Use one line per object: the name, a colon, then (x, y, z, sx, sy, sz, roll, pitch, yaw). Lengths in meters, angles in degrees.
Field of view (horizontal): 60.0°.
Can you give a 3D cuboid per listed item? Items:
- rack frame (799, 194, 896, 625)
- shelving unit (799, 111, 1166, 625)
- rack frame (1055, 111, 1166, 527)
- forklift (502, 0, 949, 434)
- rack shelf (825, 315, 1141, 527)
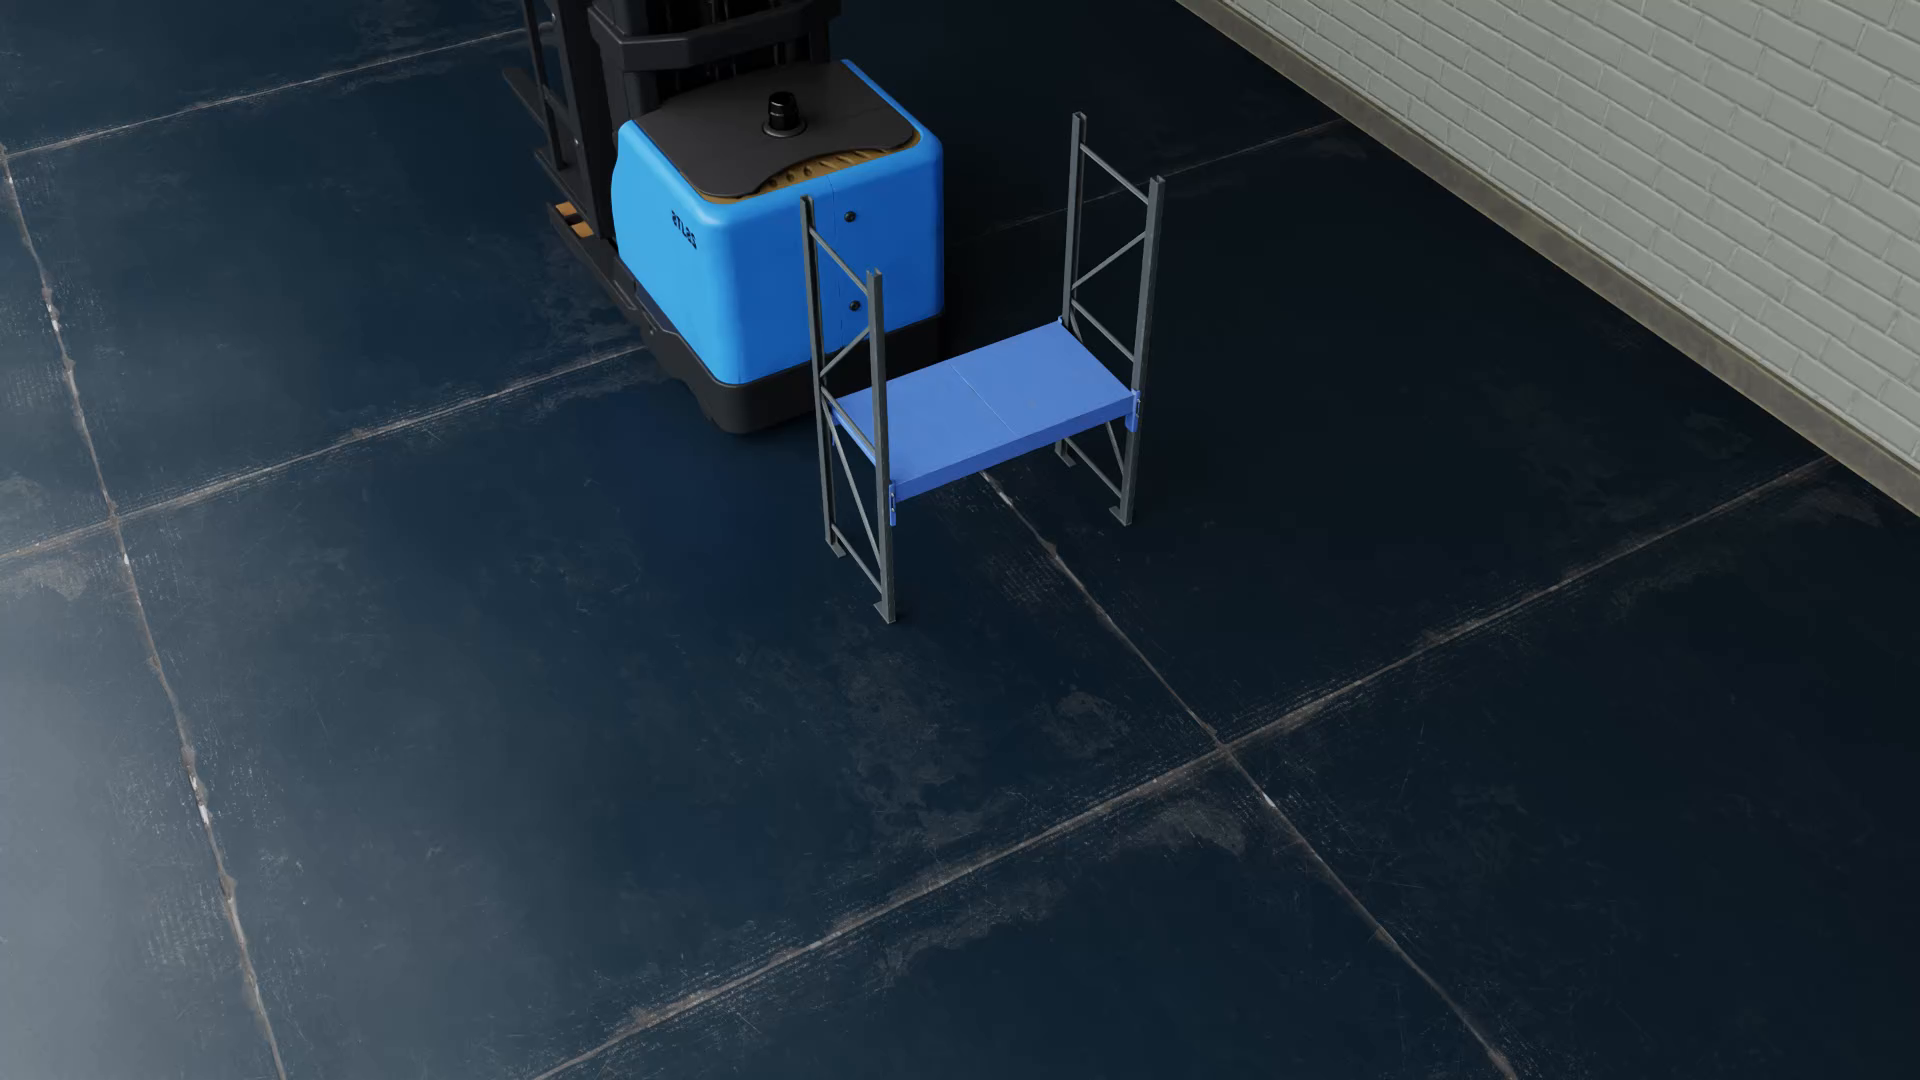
rack frame: (-0.367, -0.391, 5.576, 0.032, 1.500, 0.500, -22, 48, -21)
shelving unit: (0.074, -0.568, 5.758, 1.048, 1.500, 0.538, -22, 48, -21)
rack frame: (0.515, -0.744, 5.940, 0.032, 1.500, 0.500, -22, 48, -21)
forklift: (-1.238, -2.482, 6.703, 1.130, 2.935, 3.031, -23, 49, -22)
rack shelf: (0.074, -0.439, 5.883, 1.000, 0.185, 0.538, -22, 48, -21)
